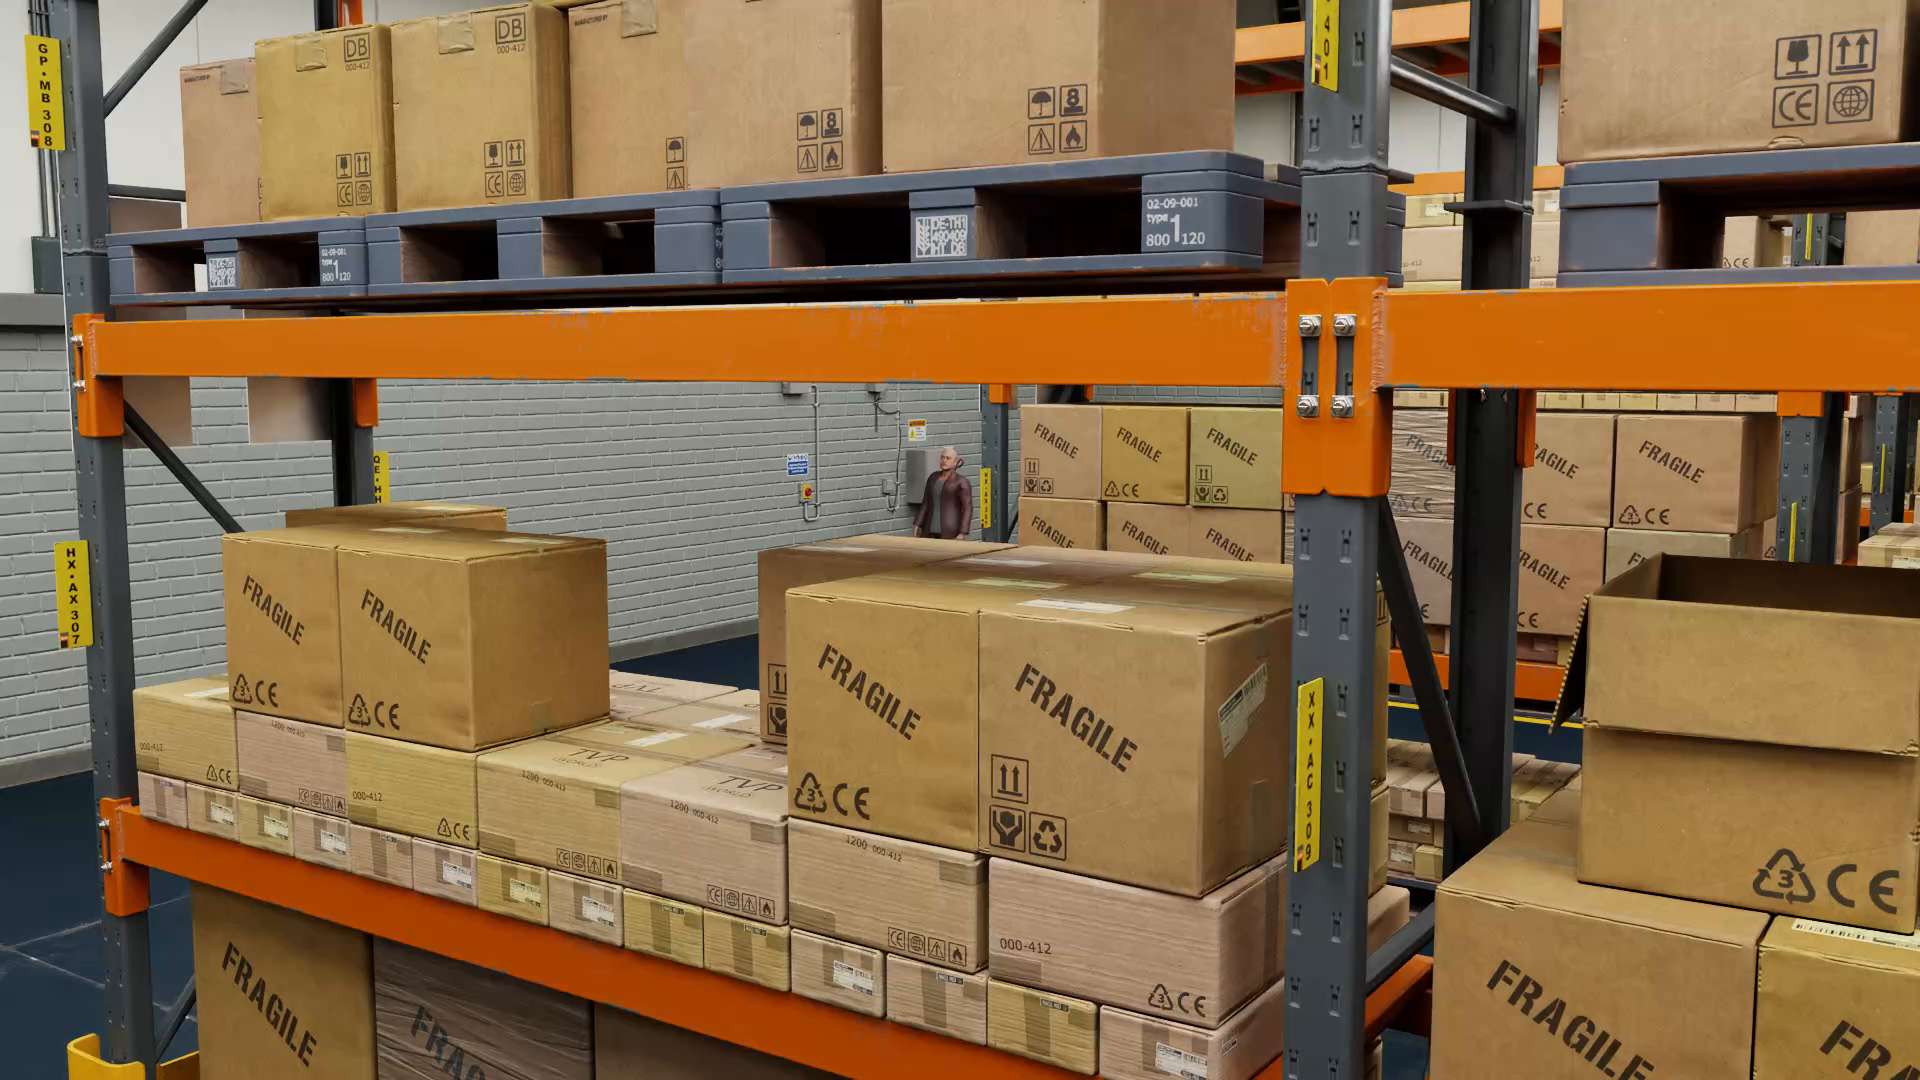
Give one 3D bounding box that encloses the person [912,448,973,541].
[{"bbox_3d":[-0.238,-0.063,17.255,0.697,1.776,0.581,4,7,34],"label":"person"}]
